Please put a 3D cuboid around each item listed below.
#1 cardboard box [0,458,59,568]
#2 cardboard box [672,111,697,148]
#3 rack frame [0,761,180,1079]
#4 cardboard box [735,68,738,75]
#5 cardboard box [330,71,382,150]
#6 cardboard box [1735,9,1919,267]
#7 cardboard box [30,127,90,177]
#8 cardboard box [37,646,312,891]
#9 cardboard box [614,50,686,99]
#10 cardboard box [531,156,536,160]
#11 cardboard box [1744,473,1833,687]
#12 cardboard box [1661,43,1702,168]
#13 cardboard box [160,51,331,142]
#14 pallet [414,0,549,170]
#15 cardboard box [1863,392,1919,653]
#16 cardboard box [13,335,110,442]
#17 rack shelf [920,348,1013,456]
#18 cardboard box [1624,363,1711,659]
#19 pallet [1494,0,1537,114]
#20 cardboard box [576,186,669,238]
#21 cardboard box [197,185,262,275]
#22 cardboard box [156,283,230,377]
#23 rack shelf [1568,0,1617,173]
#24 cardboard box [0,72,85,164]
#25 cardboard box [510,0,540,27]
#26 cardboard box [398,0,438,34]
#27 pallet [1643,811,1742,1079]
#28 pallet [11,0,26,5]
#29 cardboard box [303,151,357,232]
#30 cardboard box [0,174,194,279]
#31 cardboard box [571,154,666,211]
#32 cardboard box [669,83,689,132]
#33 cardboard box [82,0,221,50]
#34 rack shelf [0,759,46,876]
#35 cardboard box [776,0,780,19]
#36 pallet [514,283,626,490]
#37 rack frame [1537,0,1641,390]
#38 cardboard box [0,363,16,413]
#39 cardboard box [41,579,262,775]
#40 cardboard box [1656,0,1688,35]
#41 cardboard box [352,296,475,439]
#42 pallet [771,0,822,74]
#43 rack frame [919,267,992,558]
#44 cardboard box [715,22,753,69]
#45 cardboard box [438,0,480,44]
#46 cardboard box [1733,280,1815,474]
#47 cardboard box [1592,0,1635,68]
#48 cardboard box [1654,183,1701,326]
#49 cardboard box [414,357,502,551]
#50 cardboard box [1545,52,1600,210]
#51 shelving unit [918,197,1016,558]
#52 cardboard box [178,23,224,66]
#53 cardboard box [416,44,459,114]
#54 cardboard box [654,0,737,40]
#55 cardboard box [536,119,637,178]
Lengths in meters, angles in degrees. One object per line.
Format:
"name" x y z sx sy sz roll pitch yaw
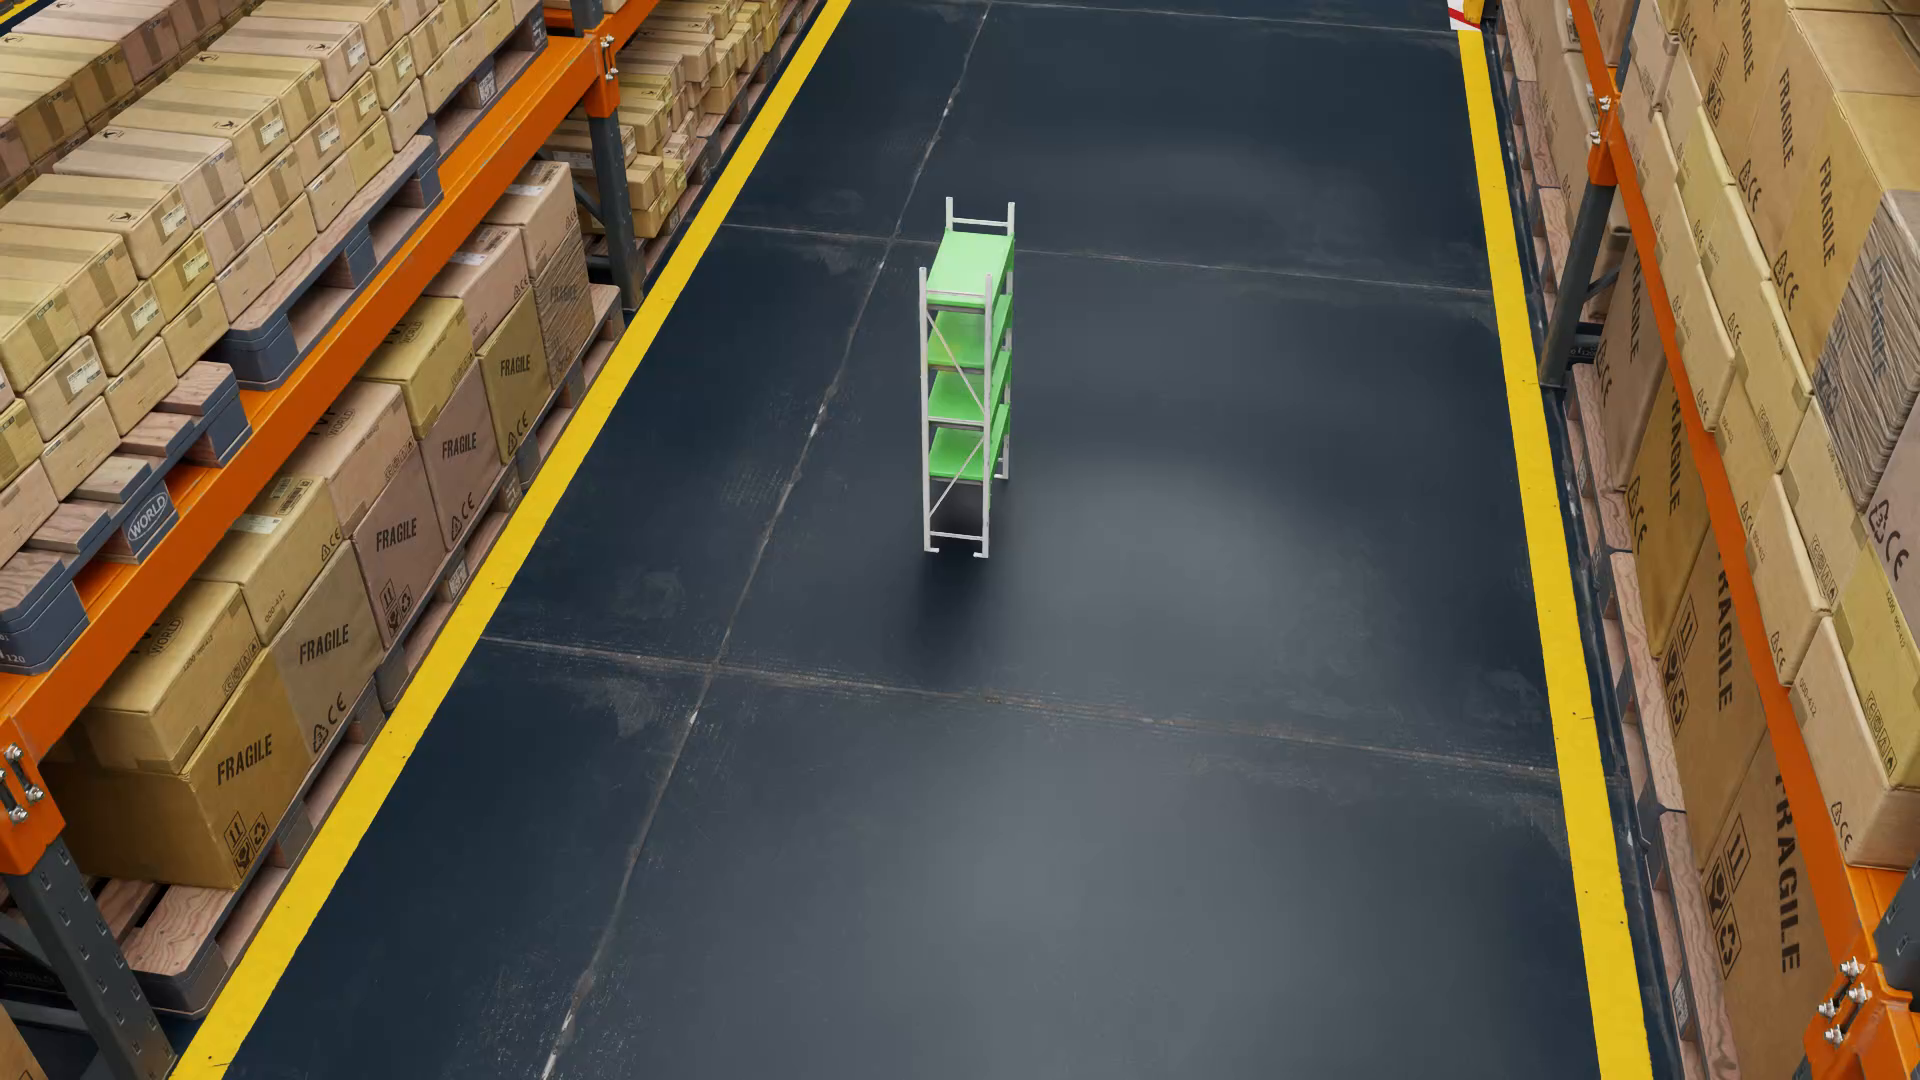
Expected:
"cardboard box" -2.357 -0.080 3.861 0.380 0.149 0.250 6 40 7
"cardboard box" -1.529 -2.017 8.243 0.380 0.149 0.250 6 40 7
"rack frame" -2.633 0.243 3.602 1.000 3.000 0.127 6 40 8
"cardboard box" -1.407 -2.515 8.846 0.380 0.149 0.250 7 40 9
"cardboard box" -2.040 -1.347 5.160 0.380 0.149 0.250 7 40 8
"cardboard box" 2.359 -1.002 4.245 0.500 0.500 0.500 6 40 7
"cardboard box" -2.775 -1.106 4.868 0.380 0.149 0.250 7 40 9
"cardboard box" -2.259 0.629 4.767 0.500 0.500 0.500 5 40 6
"cardboard box" -1.553 -2.249 8.057 0.380 0.149 0.250 5 40 7
"cardboard box" -2.165 -1.849 7.806 0.380 0.149 0.250 5 40 6
"cardboard box" 2.165 0.115 3.874 0.500 0.250 0.500 7 40 8
"cardboard box" 2.536 -1.344 5.247 0.500 0.250 0.500 7 40 8
"cardboard box" -2.090 -1.301 4.870 0.380 0.149 0.250 6 40 7
"pallet" -2.216 -1.729 6.138 1.003 0.211 1.213 6 40 8
"cardboard box" 2.092 -0.051 3.095 0.500 0.500 0.500 5 40 6
"cardboard box" -2.307 -0.388 3.999 0.380 0.149 0.250 8 40 10
"rack shelf" 0.029 -0.517 6.034 0.258 0.148 0.480 6 40 8
"cardboard box" 2.775 -0.162 5.430 0.875 0.875 0.875 7 40 9
"pallet" 3.583 -2.710 9.362 1.003 0.211 1.213 6 40 8
"cardboard box" -1.561 -1.523 7.646 0.380 0.149 0.250 5 40 6
"cardboard box" -2.176 -0.870 4.583 0.380 0.149 0.250 6 40 8
"cardboard box" -2.219 -0.588 4.474 0.380 0.149 0.250 8 40 10
"rack shelf" 3.298 -2.763 7.802 1.077 0.370 4.000 6 40 8
"cardboard box" -2.774 -1.220 4.773 0.380 0.149 0.250 8 40 10
"cardboard box" -1.815 -2.061 6.256 0.380 0.149 0.250 6 40 7
"cardboard box" -1.956 -1.792 5.465 0.380 0.149 0.250 6 40 8
"pallet" 2.470 1.314 4.495 1.003 0.211 1.213 6 40 8
"pallet" -6.178 -3.802 10.684 1.003 0.211 1.213 6 40 8
"cardboard box" -2.083 -1.076 5.065 0.380 0.149 0.250 5 40 6
"cardboard box" -2.225 -0.808 4.274 0.380 0.149 0.250 5 40 6
"cardboard box" -1.563 -1.637 7.550 0.380 0.149 0.250 8 40 10
"cardboard box" -1.551 -2.132 8.149 0.380 0.149 0.250 4 40 5
"cardboard box" -2.641 -1.711 5.367 0.380 0.149 0.250 6 40 7
"rack shelf" -2.979 1.776 2.313 1.077 0.370 4.000 6 40 8
"cardboard box" -1.240 -3.002 9.434 0.380 0.149 0.250 7 40 8
"pallet" -2.074 -0.704 6.935 1.003 0.211 1.213 6 40 8
"rack frame" 2.952 -1.785 6.054 1.000 3.000 0.127 6 40 8
"cardboard box" -2.362 -0.322 3.687 0.380 0.149 0.250 6 40 8
"cardboard box" -2.275 0.350 4.516 0.500 0.250 0.500 5 40 6
"cardboard box" 2.593 -1.964 5.408 0.500 0.500 0.500 7 40 8
"cardboard box" -2.000 -0.605 5.671 0.500 0.250 0.500 5 40 6
"pallet" -1.437 -3.149 9.893 1.003 0.211 1.213 6 40 8
"rack frame" -0.014 -0.413 5.808 0.240 1.200 0.015 6 40 8
"cardboard box" -1.307 -2.605 8.721 0.380 0.149 0.250 7 40 8
"cardboard box" -1.905 -1.854 5.773 0.380 0.149 0.250 8 40 10
"cardboard box" 2.247 -0.387 4.089 0.500 0.250 0.500 5 40 7
"cardboard box" 2.780 -2.142 6.409 0.500 0.500 0.500 7 40 8
"cardboard box" 2.423 -0.835 5.024 0.500 0.250 0.500 6 40 7
"cardboard box" -2.003 -0.330 5.927 0.500 0.500 0.500 6 40 7
"cardboard box" 3.321 -1.903 7.879 0.875 0.438 0.875 5 40 6
"shelving unit" 0.029 -0.566 5.993 0.258 1.200 0.503 6 40 8
"cardboard box" -2.638 -1.593 5.456 0.380 0.149 0.250 8 40 9
"cardboard box" -1.948 -1.584 5.680 0.380 0.149 0.250 4 40 5
"cardboard box" -1.382 -2.731 8.640 0.380 0.149 0.250 7 40 8
"cardboard box" -1.677 -1.753 7.457 0.380 0.149 0.250 8 40 9
